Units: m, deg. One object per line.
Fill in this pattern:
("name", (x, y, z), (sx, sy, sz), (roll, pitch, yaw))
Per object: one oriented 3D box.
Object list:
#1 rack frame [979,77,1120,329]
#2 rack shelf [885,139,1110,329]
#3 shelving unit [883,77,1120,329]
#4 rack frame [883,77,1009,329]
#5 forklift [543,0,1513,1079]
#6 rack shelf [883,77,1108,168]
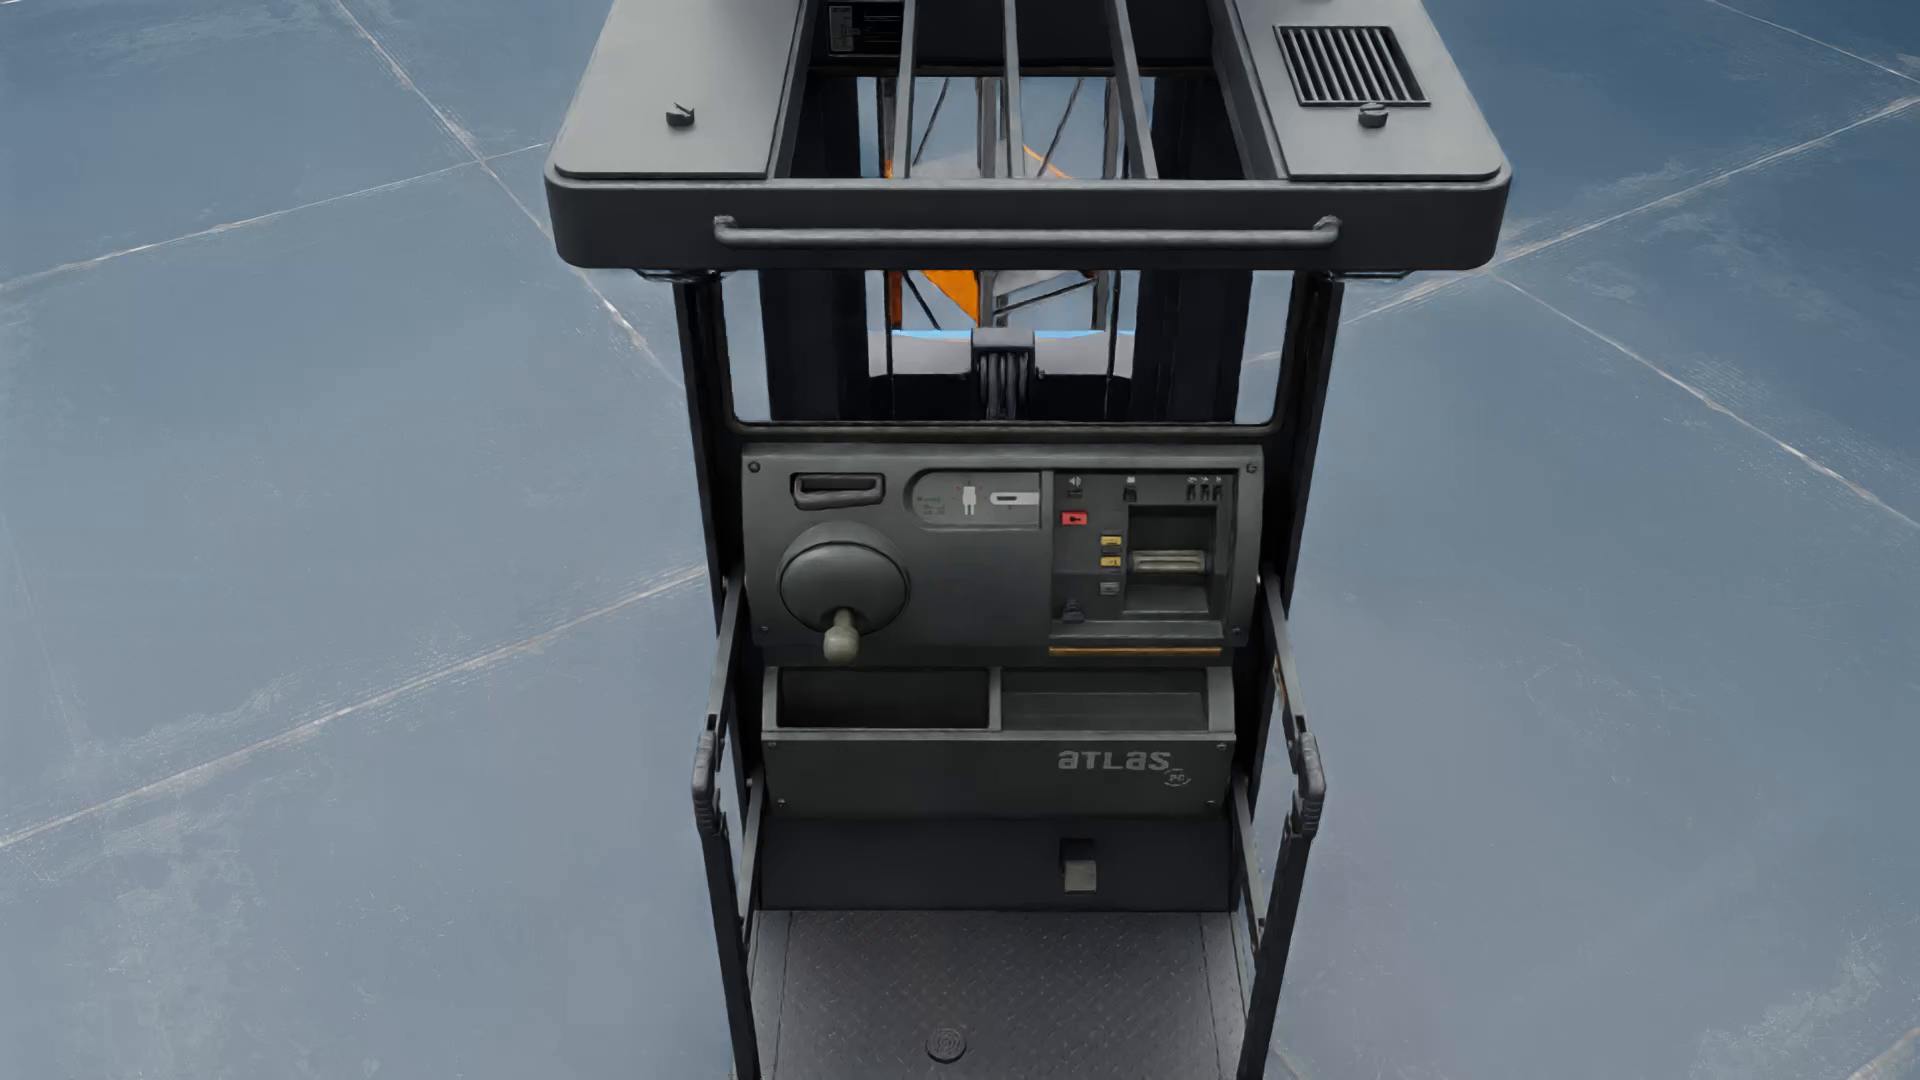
("rack frame", (0.224, -0.636, 4.373), (0.400, 2.100, 0.015), (-21, 44, -23))
("rack shelf", (0.097, -0.759, 4.542), (0.431, 0.518, 0.480), (-21, 44, -23))
("shelving unit", (0.097, -0.770, 4.533), (0.431, 2.100, 0.503), (-21, 44, -23))
("rack frame", (-0.029, -0.903, 4.694), (0.400, 2.100, 0.015), (-21, 44, -23))
("forklift", (0.077, 0.104, 2.836), (1.130, 2.935, 3.031), (0, 40, 0))
("rack shelf", (0.097, -1.297, 4.094), (0.431, 0.518, 0.480), (-21, 44, -23))
